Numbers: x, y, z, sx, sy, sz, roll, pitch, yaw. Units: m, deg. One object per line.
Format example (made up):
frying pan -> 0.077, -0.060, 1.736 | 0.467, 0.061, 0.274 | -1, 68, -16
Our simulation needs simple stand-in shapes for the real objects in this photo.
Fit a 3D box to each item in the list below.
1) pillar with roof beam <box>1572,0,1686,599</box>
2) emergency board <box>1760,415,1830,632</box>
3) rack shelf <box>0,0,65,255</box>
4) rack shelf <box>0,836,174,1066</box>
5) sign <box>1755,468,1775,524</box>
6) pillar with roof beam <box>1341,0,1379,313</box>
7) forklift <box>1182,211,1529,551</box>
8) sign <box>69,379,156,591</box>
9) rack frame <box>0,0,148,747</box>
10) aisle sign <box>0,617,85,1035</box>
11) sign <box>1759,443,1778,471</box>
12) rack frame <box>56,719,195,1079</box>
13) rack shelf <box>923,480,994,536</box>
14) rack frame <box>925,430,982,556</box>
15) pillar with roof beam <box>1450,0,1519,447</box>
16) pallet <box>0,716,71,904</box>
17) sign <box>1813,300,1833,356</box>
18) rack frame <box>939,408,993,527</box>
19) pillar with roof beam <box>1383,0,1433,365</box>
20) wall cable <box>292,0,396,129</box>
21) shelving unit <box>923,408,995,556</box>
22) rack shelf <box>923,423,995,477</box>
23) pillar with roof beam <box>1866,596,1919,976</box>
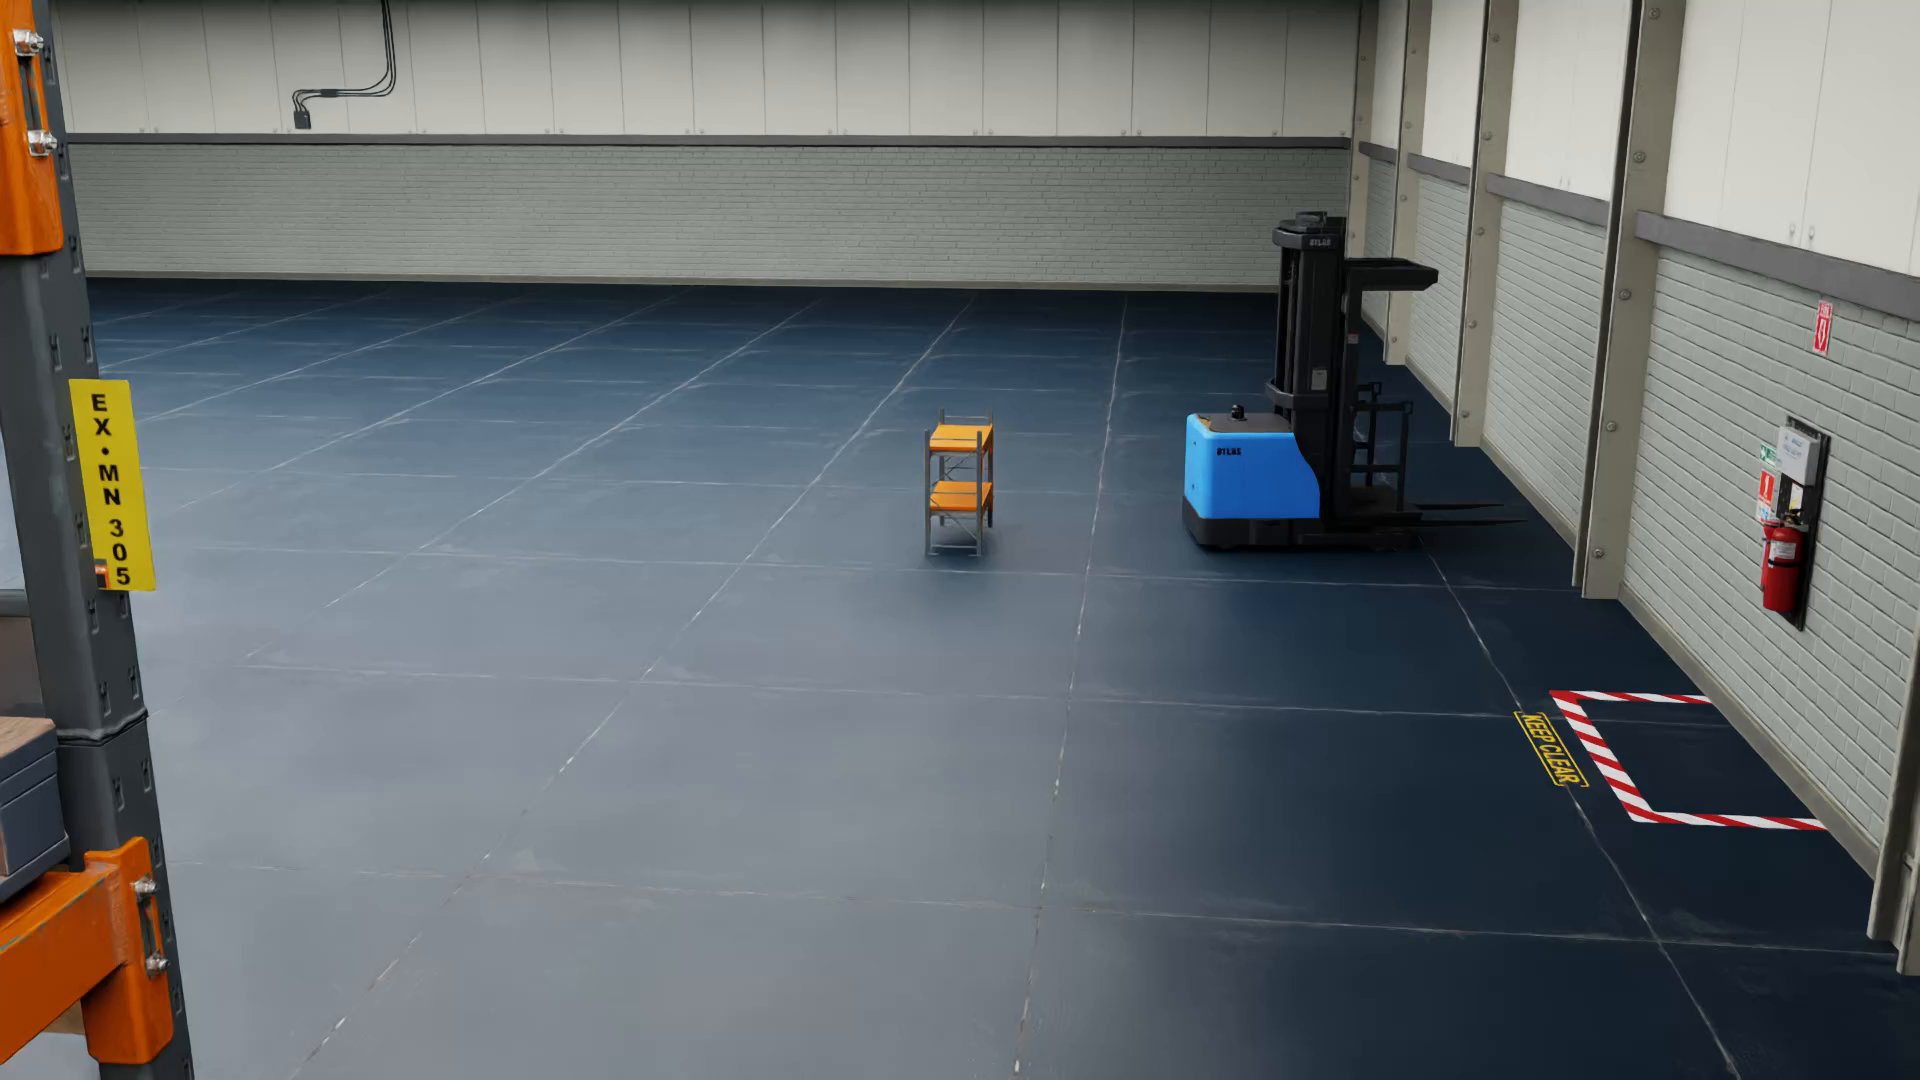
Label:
pillar with roof beam -> 0.960, -4.046, 12.974 | 9.100, 9.000, 0.400 | 2, 15, 6
emergency board -> 4.877, -0.107, 9.900 | 0.194, 1.169, 0.643 | 2, 15, 6
rack shelf -> -2.045, -0.100, 0.525 | 1.077, 0.370, 4.000 | 2, 15, 6
rack shelf -> -2.045, 1.155, 0.864 | 1.077, 0.370, 4.000 | 2, 15, 6
sign -> 5.042, -0.265, 10.414 | 0.001, 0.329, 0.234 | 2, 15, 6
pillar with roof beam -> 2.991, -8.715, 30.239 | 9.100, 9.000, 0.400 | 2, 15, 6
forklift -> 3.628, -1.451, 15.000 | 3.031, 2.935, 1.130 | -1, 15, -2
sign -> -1.282, -0.081, 2.511 | 0.100, 0.325, 0.005 | 2, 15, 6
rack frame -> -1.819, -1.159, 2.297 | 1.000, 3.000, 0.127 | 2, 15, 6
aisle sign -> -1.520, 0.474, 2.772 | 0.394, 0.787, 0.004 | 2, 15, 6
sign -> 5.033, -0.520, 10.341 | 0.001, 0.109, 0.331 | 2, 15, 6
rack frame -> -1.819, 1.737, 3.080 | 1.000, 3.000, 0.127 | 2, 15, 6
rack shelf -> -0.001, -0.305, 15.161 | 0.538, 0.278, 1.000 | 2, 15, 6
rack frame -> -0.058, -0.409, 14.609 | 0.500, 1.125, 0.032 | 2, 15, 6
pillar with roof beam -> 1.637, -5.602, 18.729 | 9.100, 9.000, 0.400 | 2, 15, 6
pallet -> -1.925, 0.514, 2.025 | 1.003, 0.211, 1.213 | 2, 15, 6
sign -> 4.977, -1.225, 9.594 | 0.001, 0.298, 0.199 | 2, 15, 6
rack frame -> 0.057, -0.673, 15.584 | 0.500, 1.125, 0.032 | 2, 15, 6
pillar with roof beam -> 2.314, -7.159, 24.484 | 9.100, 9.000, 0.400 | 2, 15, 6
wall cable -> -12.953, -11.599, 34.390 | 2.305, 6.003, 0.169 | 2, 15, 6
shelving unit -> -0.001, -0.541, 15.097 | 0.538, 1.125, 1.048 | 2, 15, 6
rack shelf -> -0.001, -0.824, 15.020 | 0.538, 0.278, 1.000 | 2, 15, 6
pillar with roof beam -> 0.283, -2.490, 7.219 | 9.100, 9.000, 0.400 | 2, 15, 6
